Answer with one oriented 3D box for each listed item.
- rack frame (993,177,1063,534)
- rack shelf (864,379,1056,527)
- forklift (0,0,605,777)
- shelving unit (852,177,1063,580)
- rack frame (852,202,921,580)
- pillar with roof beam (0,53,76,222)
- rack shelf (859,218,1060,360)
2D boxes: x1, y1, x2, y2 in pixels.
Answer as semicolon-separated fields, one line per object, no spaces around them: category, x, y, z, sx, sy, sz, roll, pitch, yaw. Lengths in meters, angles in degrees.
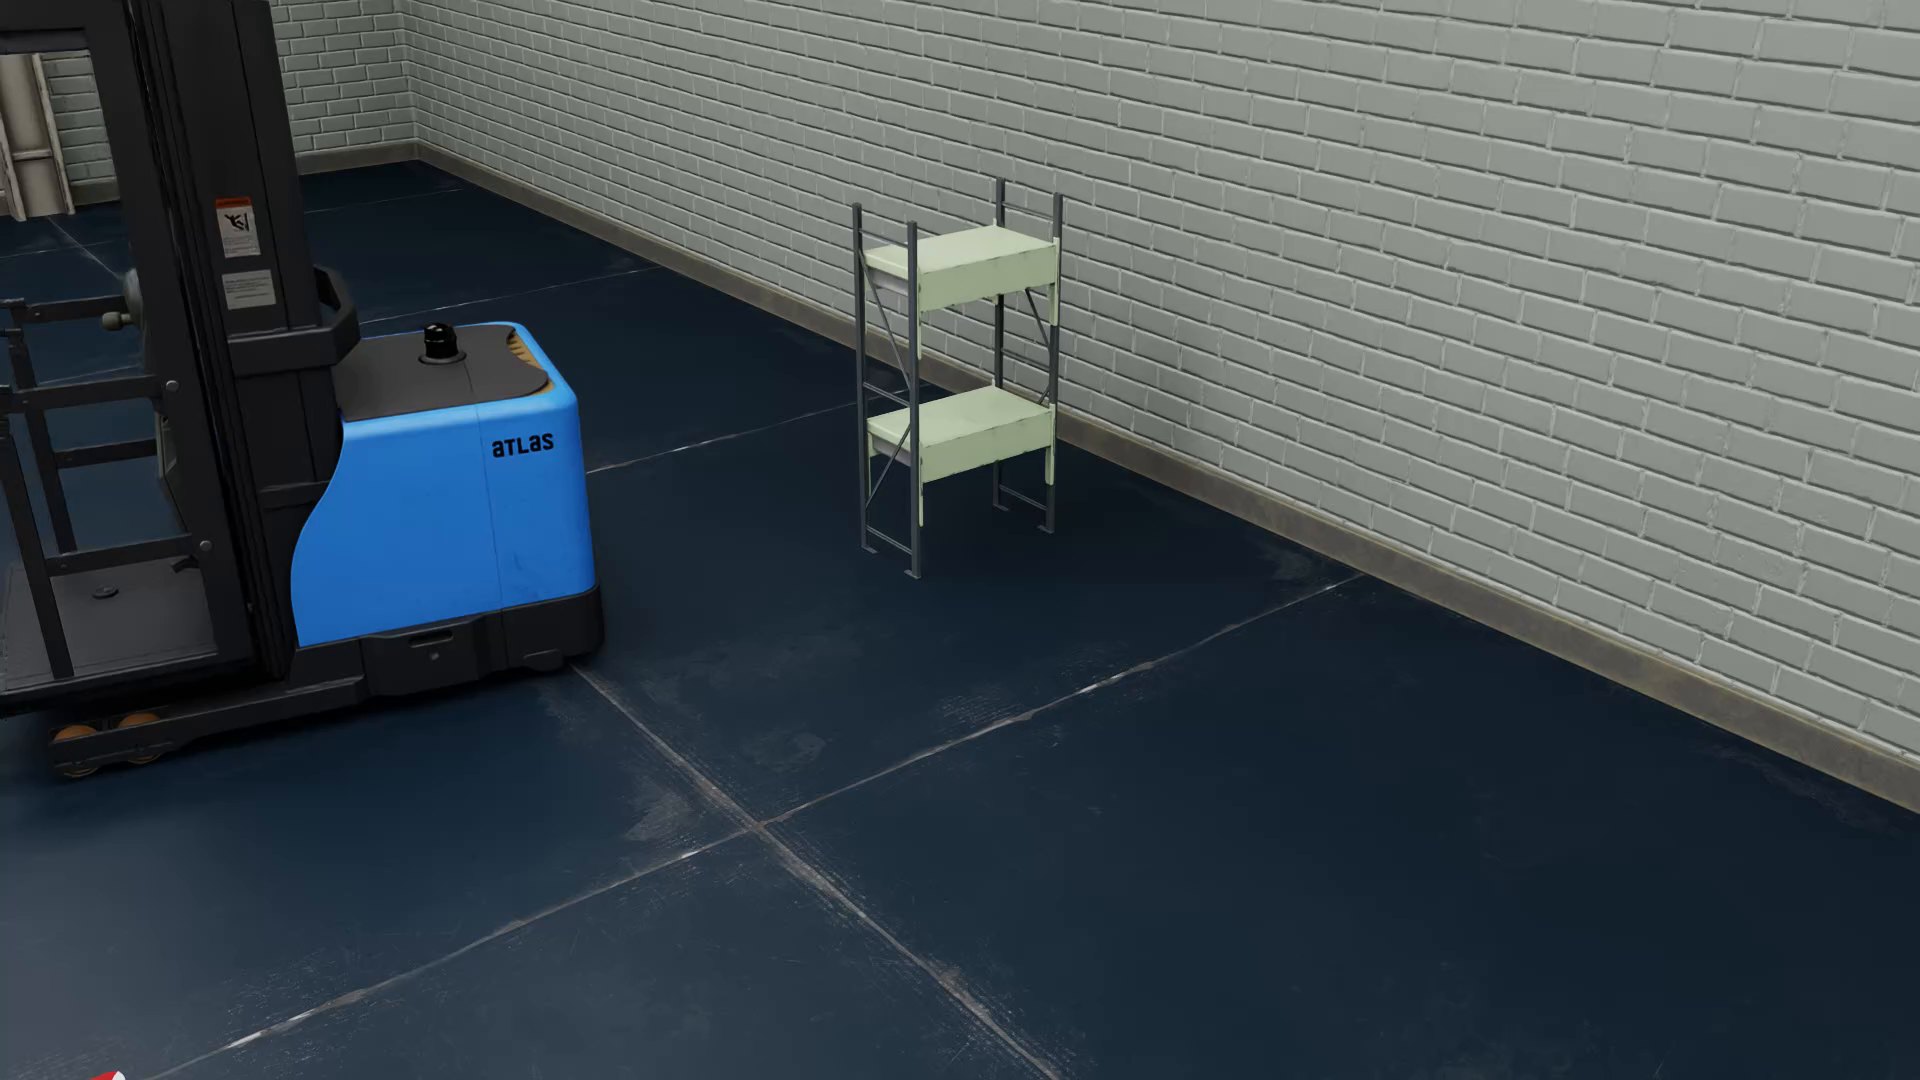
rack frame;0.283;-0.774;7.135;0.023;1.500;0.400;-18;31;-34
rack shelf;-0.005;-0.383;7.068;0.720;0.370;0.431;-18;31;-34
forklift;-2.896;-0.793;5.478;3.031;2.935;1.130;-11;27;-22
shelving unit;-0.005;-0.679;6.931;0.755;1.500;0.431;-18;31;-34
rack frame;-0.293;-0.583;6.726;0.023;1.500;0.400;-18;31;-34
pillar with roof beam;-4.270;-5.121;7.594;0.400;9.000;9.100;-18;31;-34
rack shelf;-0.005;-1.033;6.766;0.720;0.370;0.431;-18;31;-34
